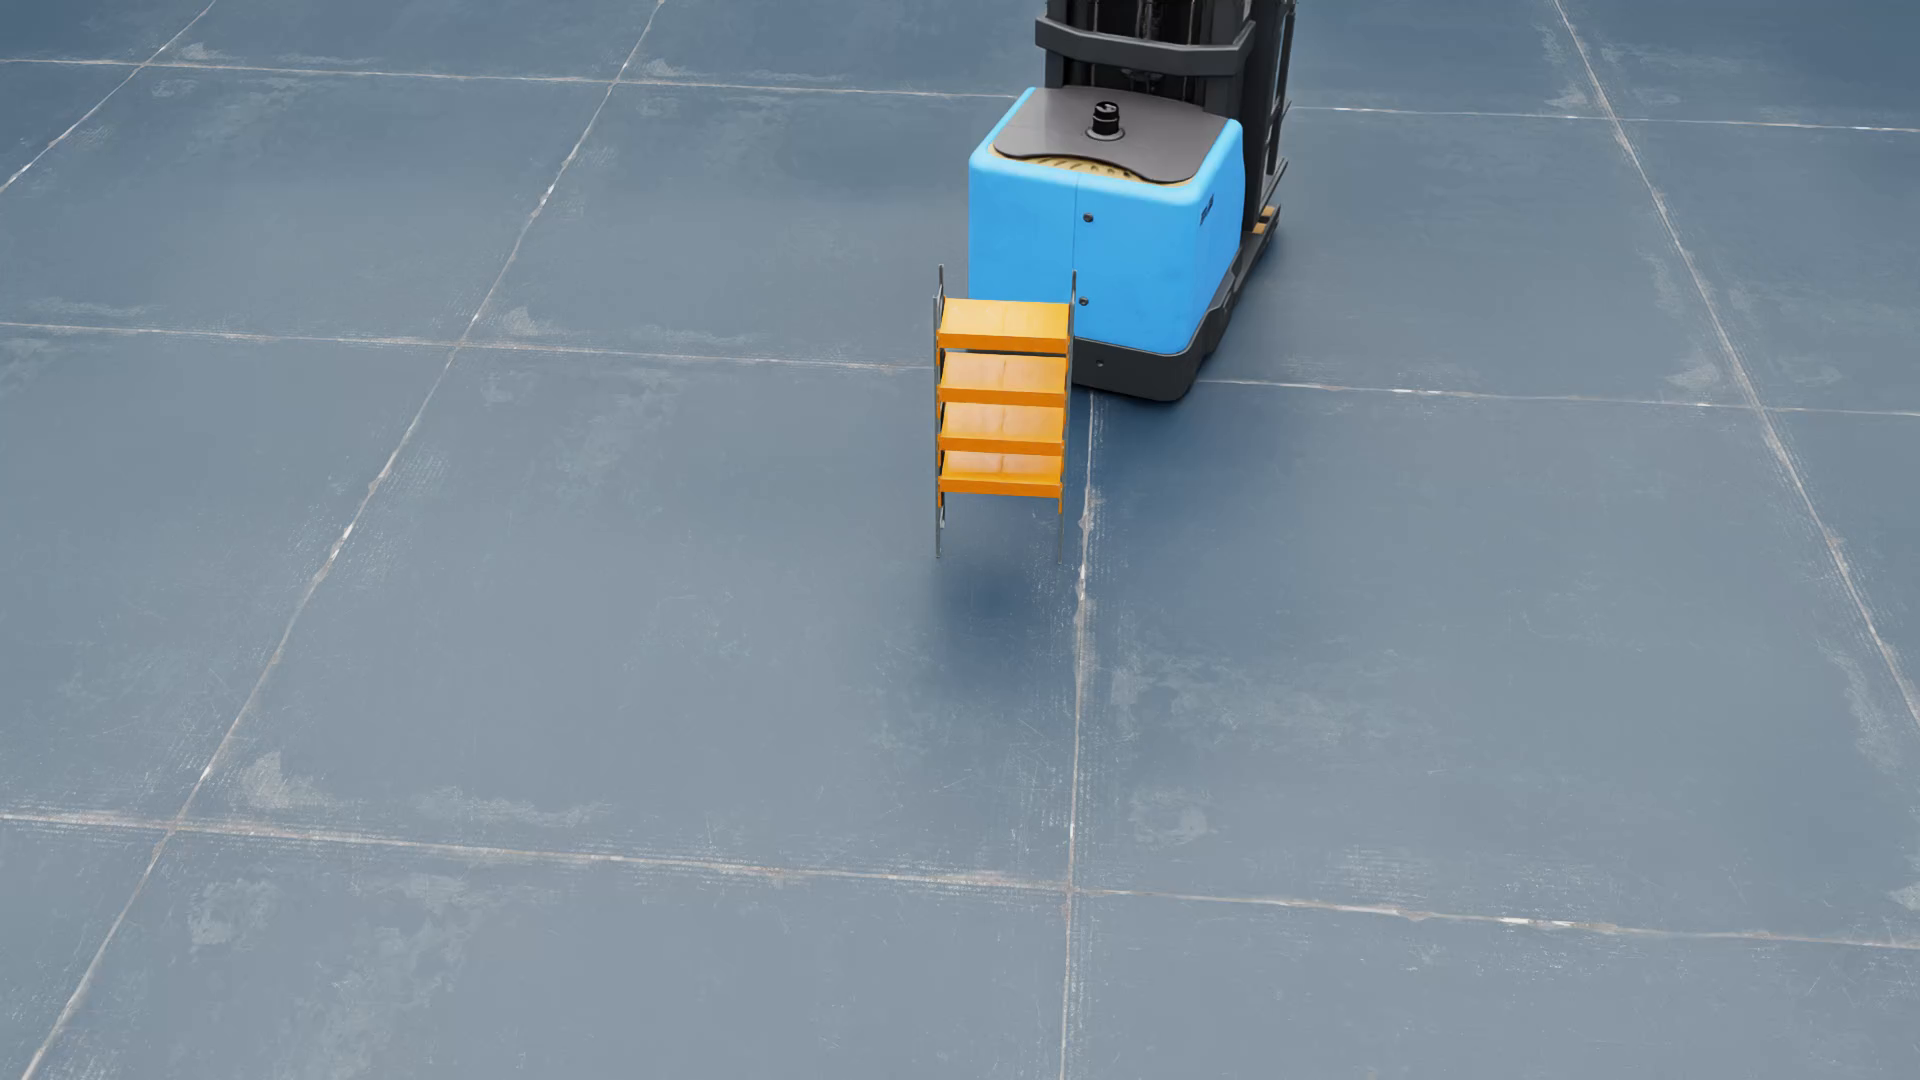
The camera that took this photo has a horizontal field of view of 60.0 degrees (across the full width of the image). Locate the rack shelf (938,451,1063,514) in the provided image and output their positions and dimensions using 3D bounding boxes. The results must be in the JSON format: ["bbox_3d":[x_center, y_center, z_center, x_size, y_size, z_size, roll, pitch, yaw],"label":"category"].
[{"bbox_3d":[0.165,-0.250,6.528,0.480,0.148,0.258,3,39,4],"label":"rack shelf"}]

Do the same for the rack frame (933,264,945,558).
[{"bbox_3d":[-0.078,-0.470,6.376,0.015,1.200,0.240,3,39,4],"label":"rack frame"}]

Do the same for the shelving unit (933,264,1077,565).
[{"bbox_3d":[0.165,-0.456,6.360,0.503,1.200,0.258,3,39,4],"label":"shelving unit"}]

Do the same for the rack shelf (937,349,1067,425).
[{"bbox_3d":[0.165,-0.578,6.261,0.480,0.148,0.258,3,39,4],"label":"rack shelf"}]

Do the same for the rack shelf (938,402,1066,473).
[{"bbox_3d":[0.165,-0.404,6.403,0.480,0.148,0.258,3,39,4],"label":"rack shelf"}]

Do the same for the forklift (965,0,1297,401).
[{"bbox_3d":[1.028,-2.688,7.731,1.130,2.935,3.031,14,41,16],"label":"forklift"}]

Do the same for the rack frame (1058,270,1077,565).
[{"bbox_3d":[0.408,-0.443,6.344,0.015,1.200,0.240,3,39,4],"label":"rack frame"}]

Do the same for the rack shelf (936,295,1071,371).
[{"bbox_3d":[0.165,-0.761,6.112,0.480,0.148,0.258,3,39,4],"label":"rack shelf"}]
